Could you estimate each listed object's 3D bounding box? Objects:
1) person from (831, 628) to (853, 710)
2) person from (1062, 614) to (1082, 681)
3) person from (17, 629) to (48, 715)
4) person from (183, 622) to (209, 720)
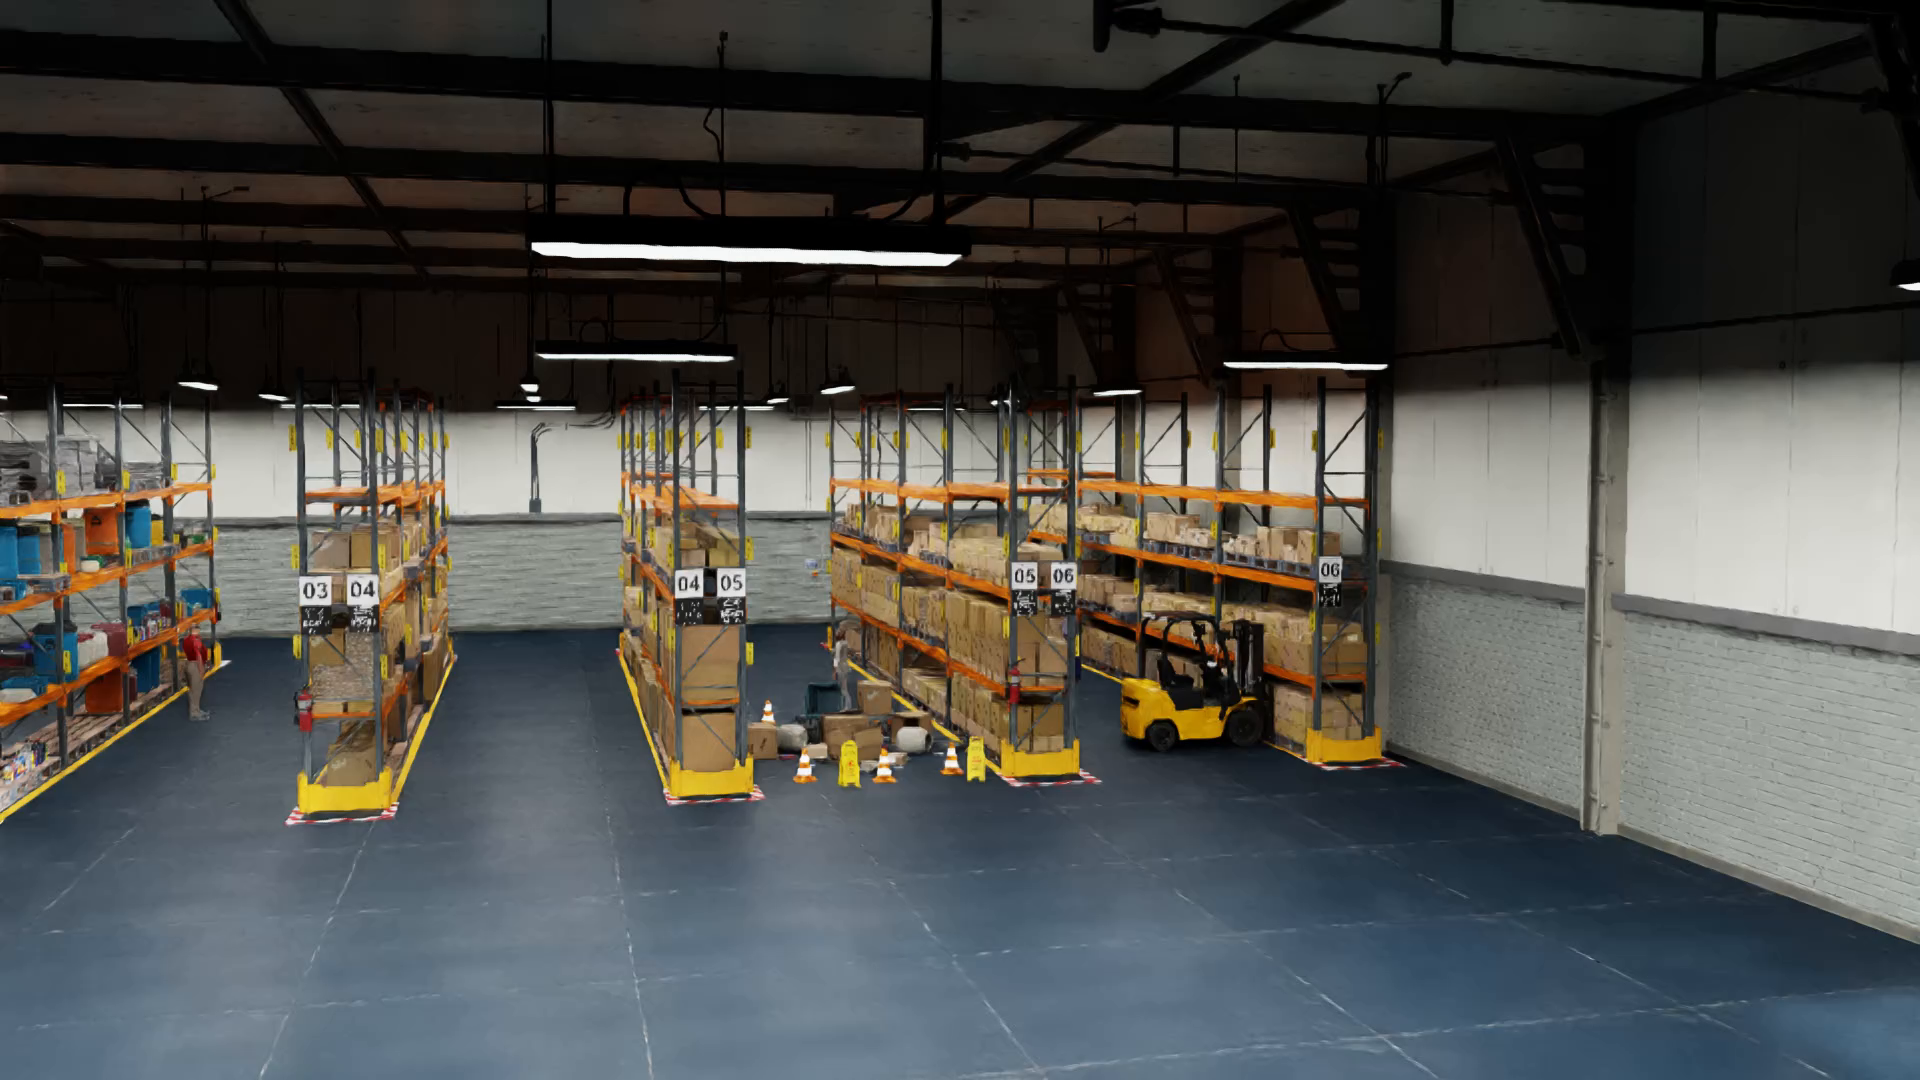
[{"bbox_3d":[-2.180,2.410,30.231,0.535,1.546,0.518,1,4,17],"label":"person"},{"bbox_3d":[2.283,2.100,34.686,0.561,1.639,0.596,1,3,11],"label":"person"},{"bbox_3d":[-16.901,2.410,30.332,0.595,1.582,0.533,-1,4,-15],"label":"person"},{"bbox_3d":[-13.711,2.340,29.896,0.600,1.732,0.452,3,5,42],"label":"person"}]
